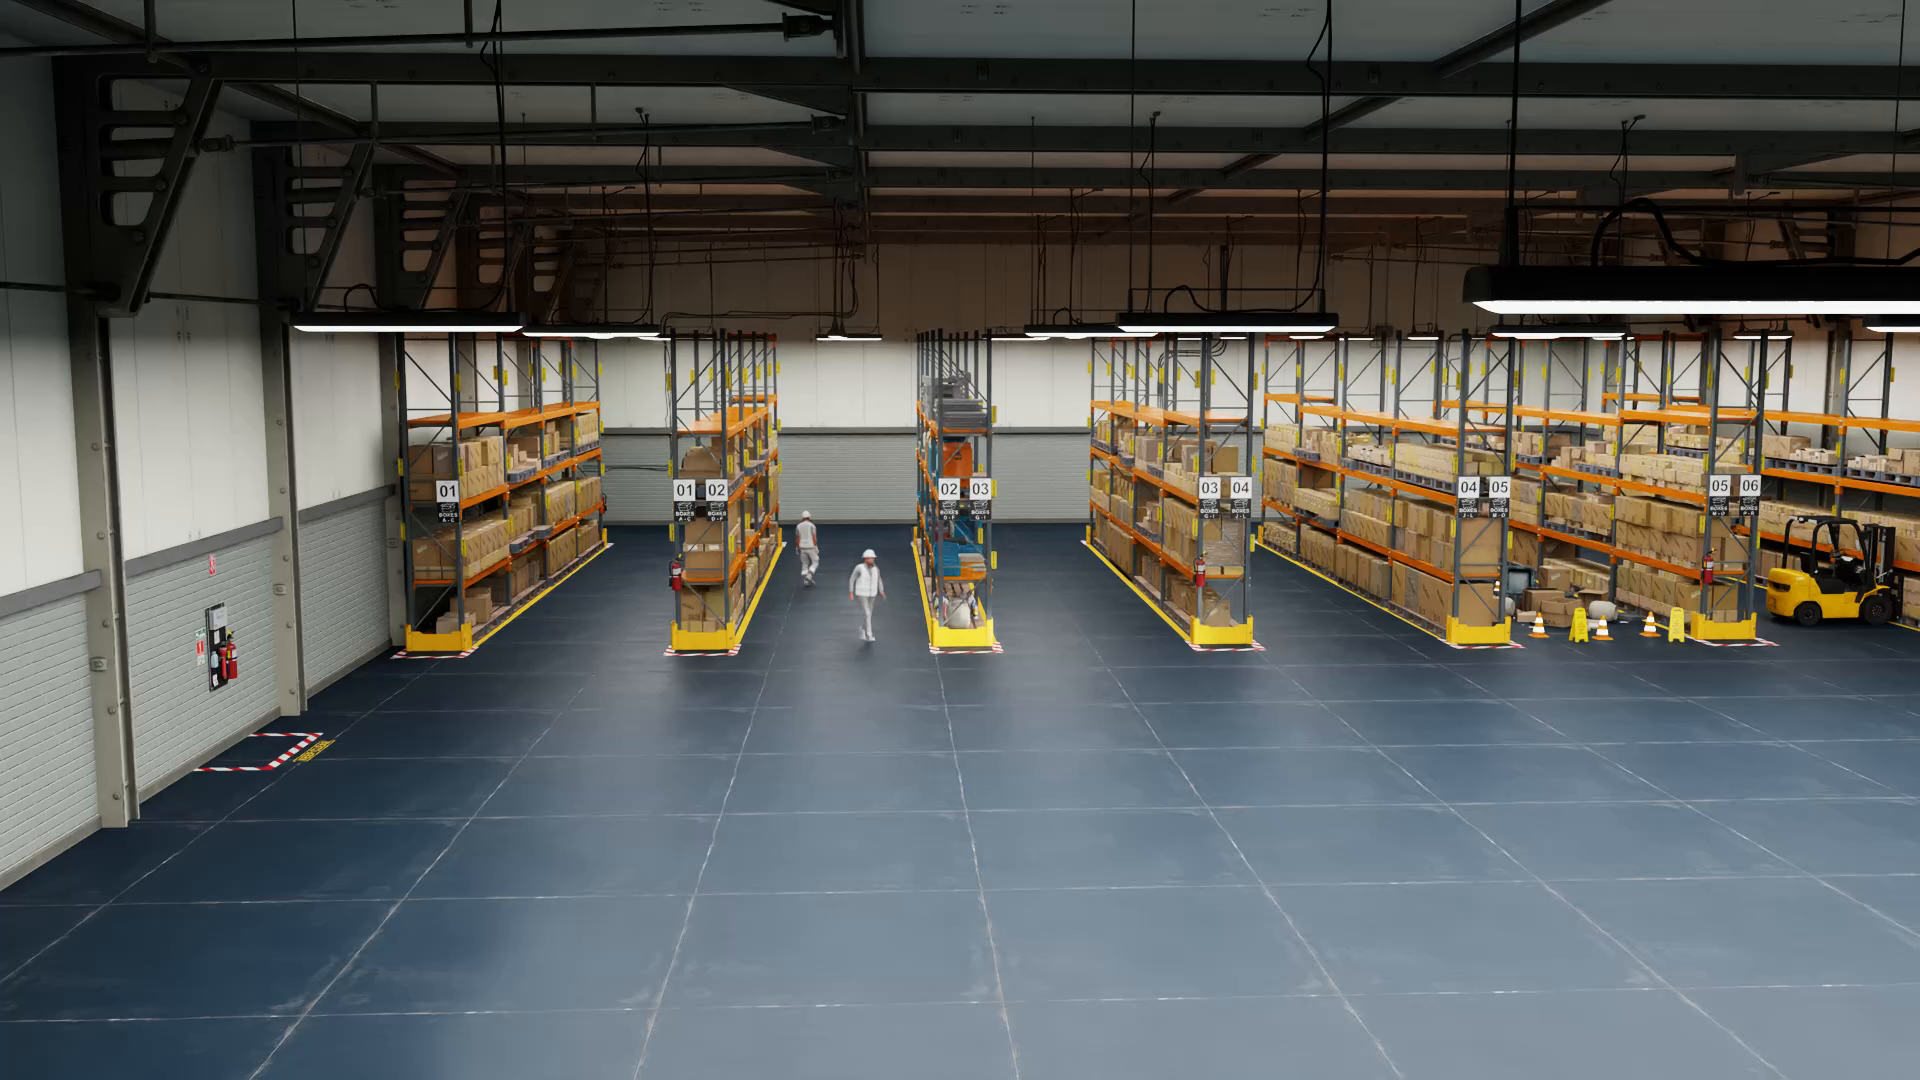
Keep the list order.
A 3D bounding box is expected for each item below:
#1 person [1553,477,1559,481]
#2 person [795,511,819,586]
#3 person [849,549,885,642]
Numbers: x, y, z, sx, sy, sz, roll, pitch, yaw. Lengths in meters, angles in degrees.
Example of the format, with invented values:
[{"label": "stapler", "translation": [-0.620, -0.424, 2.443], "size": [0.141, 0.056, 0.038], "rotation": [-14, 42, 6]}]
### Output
[{"label": "person", "translation": [18.449, -1.167, 51.528], "size": [0.514, 1.613, 0.949], "rotation": [2, 7, 14]}, {"label": "person", "translation": [-3.632, 0.209, 39.331], "size": [0.584, 1.787, 0.521], "rotation": [3, 7, 22]}, {"label": "person", "translation": [-1.795, 1.089, 32.039], "size": [0.691, 1.815, 0.750], "rotation": [-4, 8, -32]}]
